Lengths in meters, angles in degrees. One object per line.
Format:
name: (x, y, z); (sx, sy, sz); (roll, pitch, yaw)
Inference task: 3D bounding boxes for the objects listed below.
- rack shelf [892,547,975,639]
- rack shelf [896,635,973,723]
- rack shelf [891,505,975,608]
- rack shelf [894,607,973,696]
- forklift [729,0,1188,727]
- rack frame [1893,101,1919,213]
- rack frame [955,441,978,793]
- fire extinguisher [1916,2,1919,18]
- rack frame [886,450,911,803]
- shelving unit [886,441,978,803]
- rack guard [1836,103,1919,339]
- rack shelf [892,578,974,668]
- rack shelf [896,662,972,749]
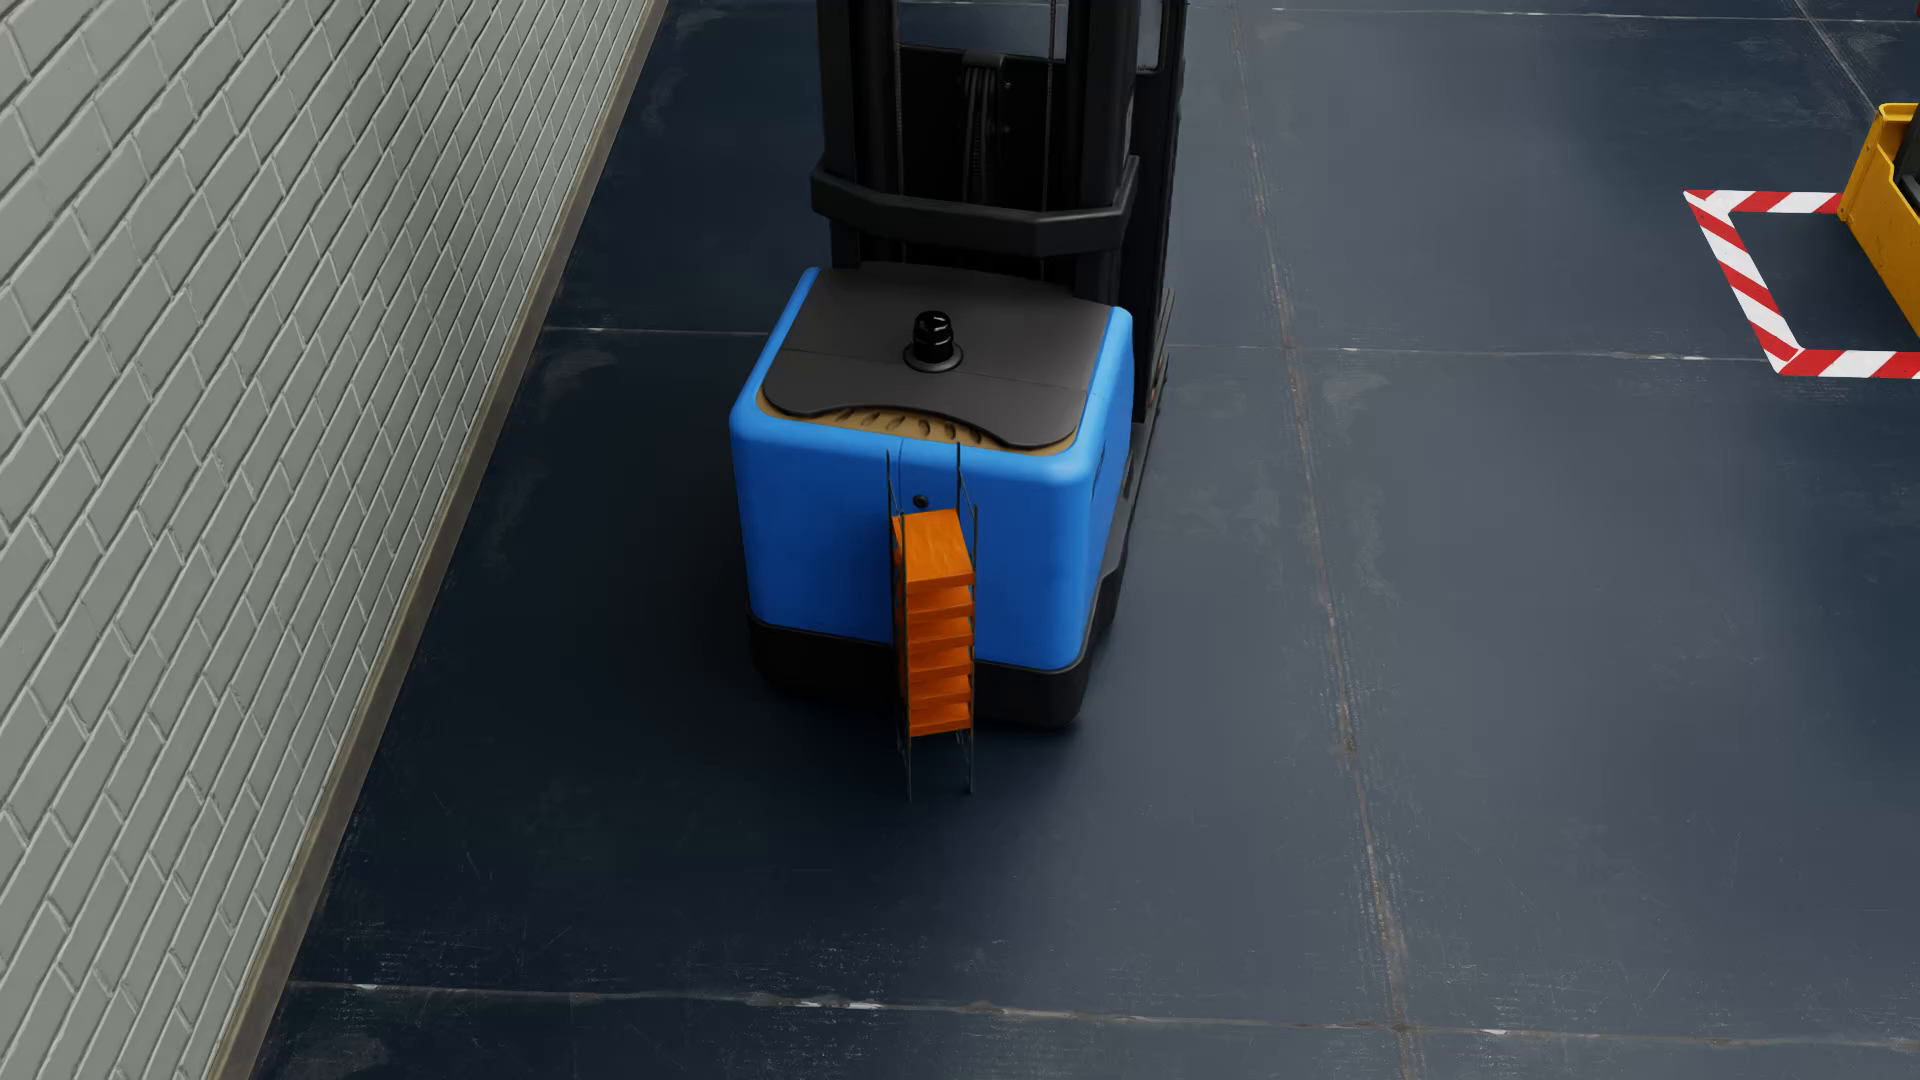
rack shelf: (-0.075, 0.125, 4.439); (0.180, 0.103, 0.258); (-8, 46, -8)
rack shelf: (-0.077, 0.376, 4.697); (0.180, 0.103, 0.258); (-8, 46, -8)
rack shelf: (-0.074, 0.042, 4.353); (0.180, 0.103, 0.258); (-8, 46, -8)
rack shelf: (-0.076, 0.293, 4.611); (0.180, 0.103, 0.258); (-8, 46, -8)
forklift: (0.175, -1.525, 5.236); (1.130, 2.935, 3.031); (9, 44, 9)
rack frame: (4.014, -2.174, 5.883); (0.127, 3.000, 1.000); (2, 43, 2)
rack frame: (0.014, 0.249, 4.592); (0.006, 1.200, 0.240); (-8, 46, -8)
fire extinguisher: (3.884, -2.323, 6.374); (0.183, 0.674, 0.296); (2, 43, 2)
rack frame: (-0.166, 0.274, 4.566); (0.006, 1.200, 0.240); (-8, 46, -8)
shelving unit: (-0.076, 0.262, 4.579); (0.189, 1.200, 0.258); (-8, 46, -8)
rack guard: (3.989, -1.251, 6.726); (0.348, 0.500, 1.175); (2, 43, 2)
rack shelf: (-0.076, 0.209, 4.525); (0.180, 0.103, 0.258); (-8, 46, -8)
rack shelf: (-0.078, 0.460, 4.783); (0.180, 0.103, 0.258); (-8, 46, -8)
